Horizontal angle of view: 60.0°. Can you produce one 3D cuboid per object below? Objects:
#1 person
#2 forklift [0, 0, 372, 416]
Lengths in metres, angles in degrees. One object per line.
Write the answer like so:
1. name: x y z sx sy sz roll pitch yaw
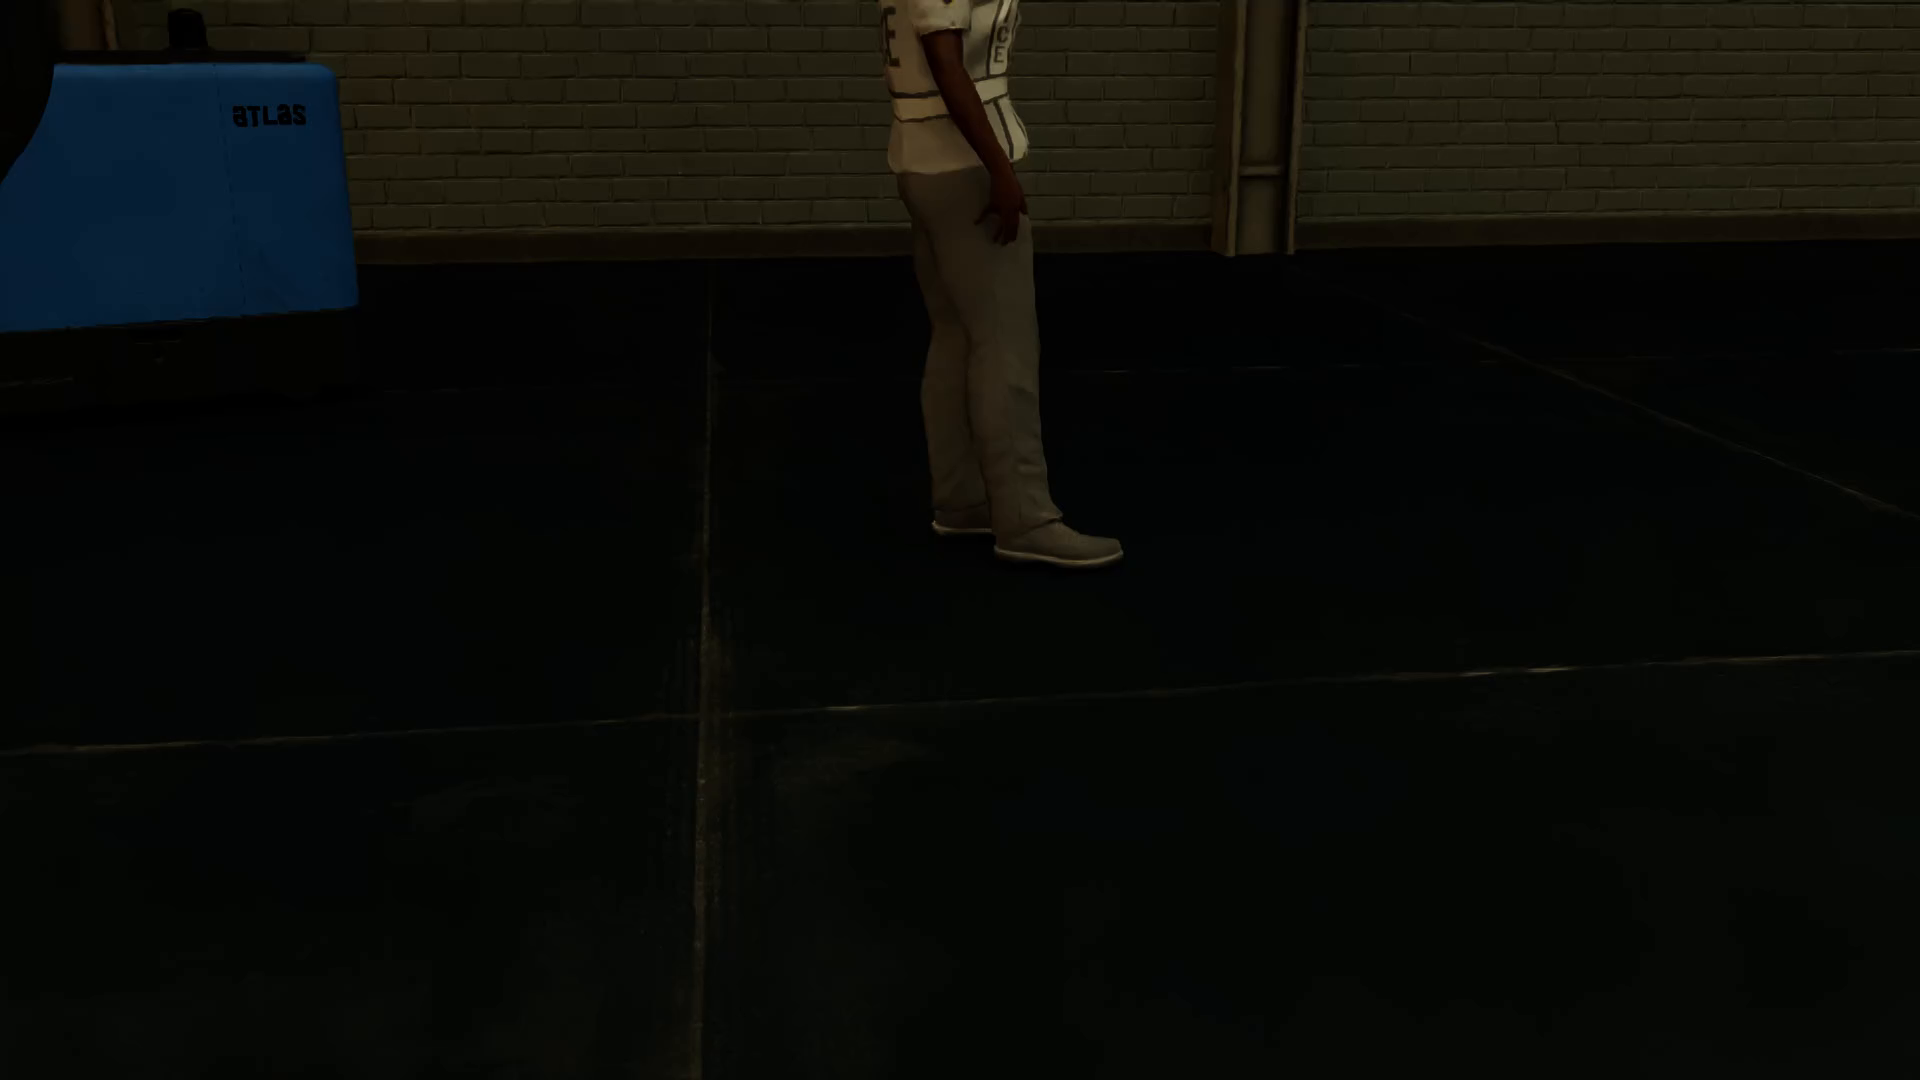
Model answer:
1. person: 0.077 -0.815 3.711 0.529 1.693 0.570 -2 17 -8
2. forklift: -3.498 -1.788 4.819 3.031 2.935 1.130 -9 19 -27
